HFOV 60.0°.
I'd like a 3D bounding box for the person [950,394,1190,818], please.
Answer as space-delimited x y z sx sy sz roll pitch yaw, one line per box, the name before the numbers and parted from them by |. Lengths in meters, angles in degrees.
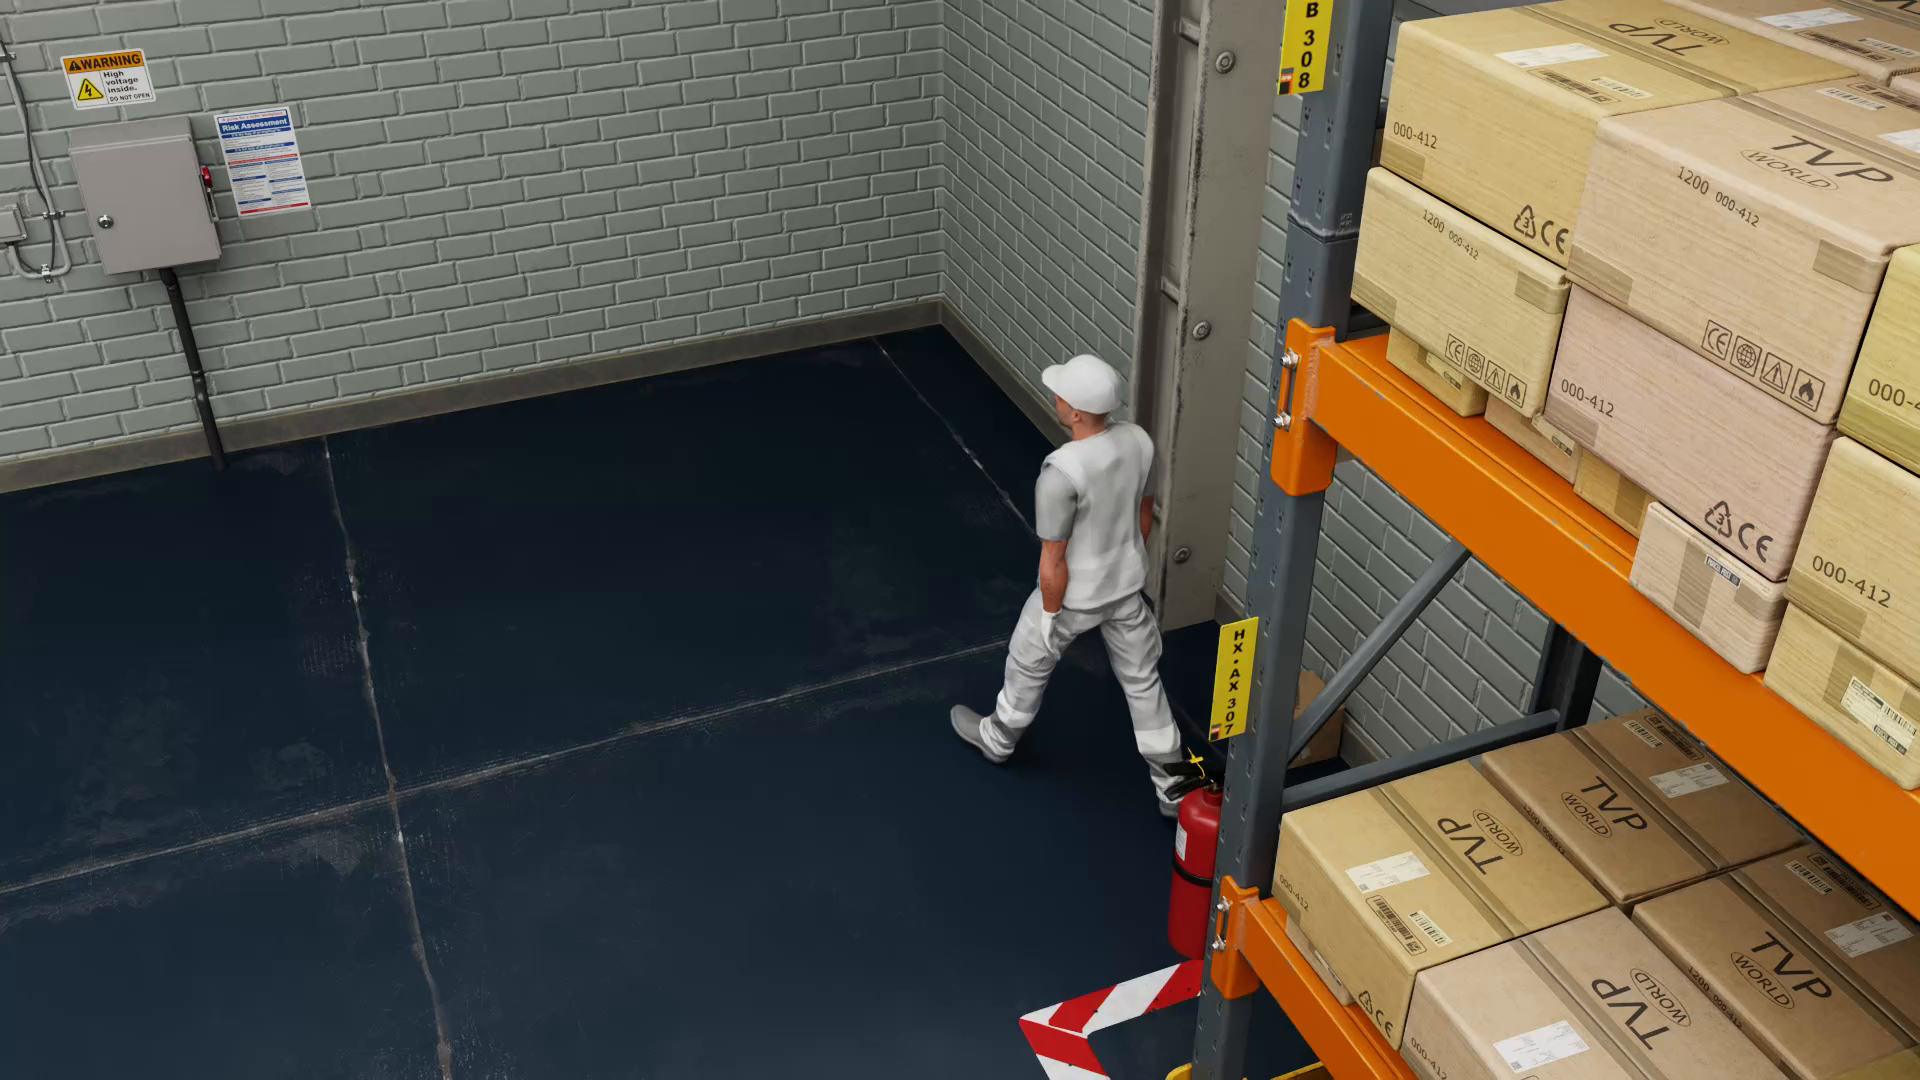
person | 0.444 0.172 5.910 0.598 1.710 0.935 -21 38 -28
